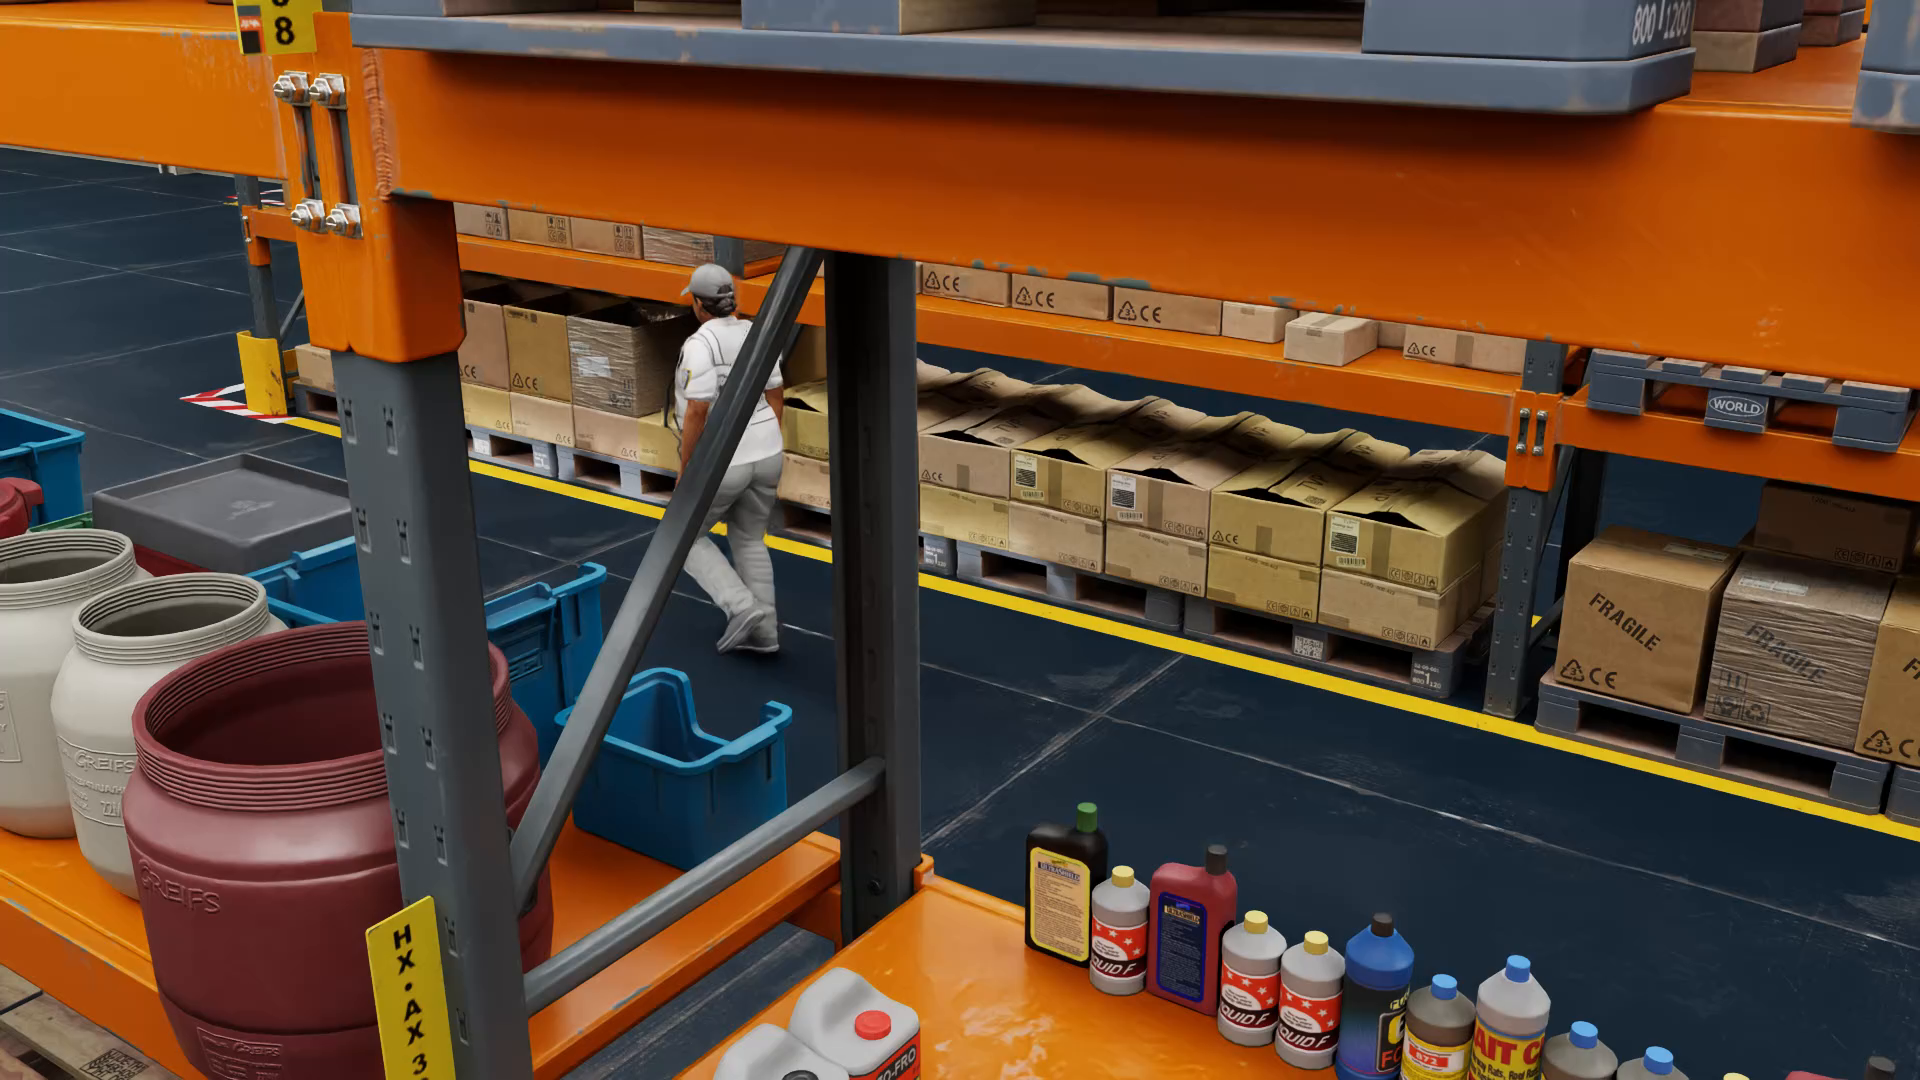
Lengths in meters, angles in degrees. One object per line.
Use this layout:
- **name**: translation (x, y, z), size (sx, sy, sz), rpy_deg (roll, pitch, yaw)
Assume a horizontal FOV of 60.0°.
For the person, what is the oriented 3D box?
- **person**: translation (-0.971, -0.320, 6.947), size (0.482, 1.651, 0.546), rpy_deg (16, 26, 38)
